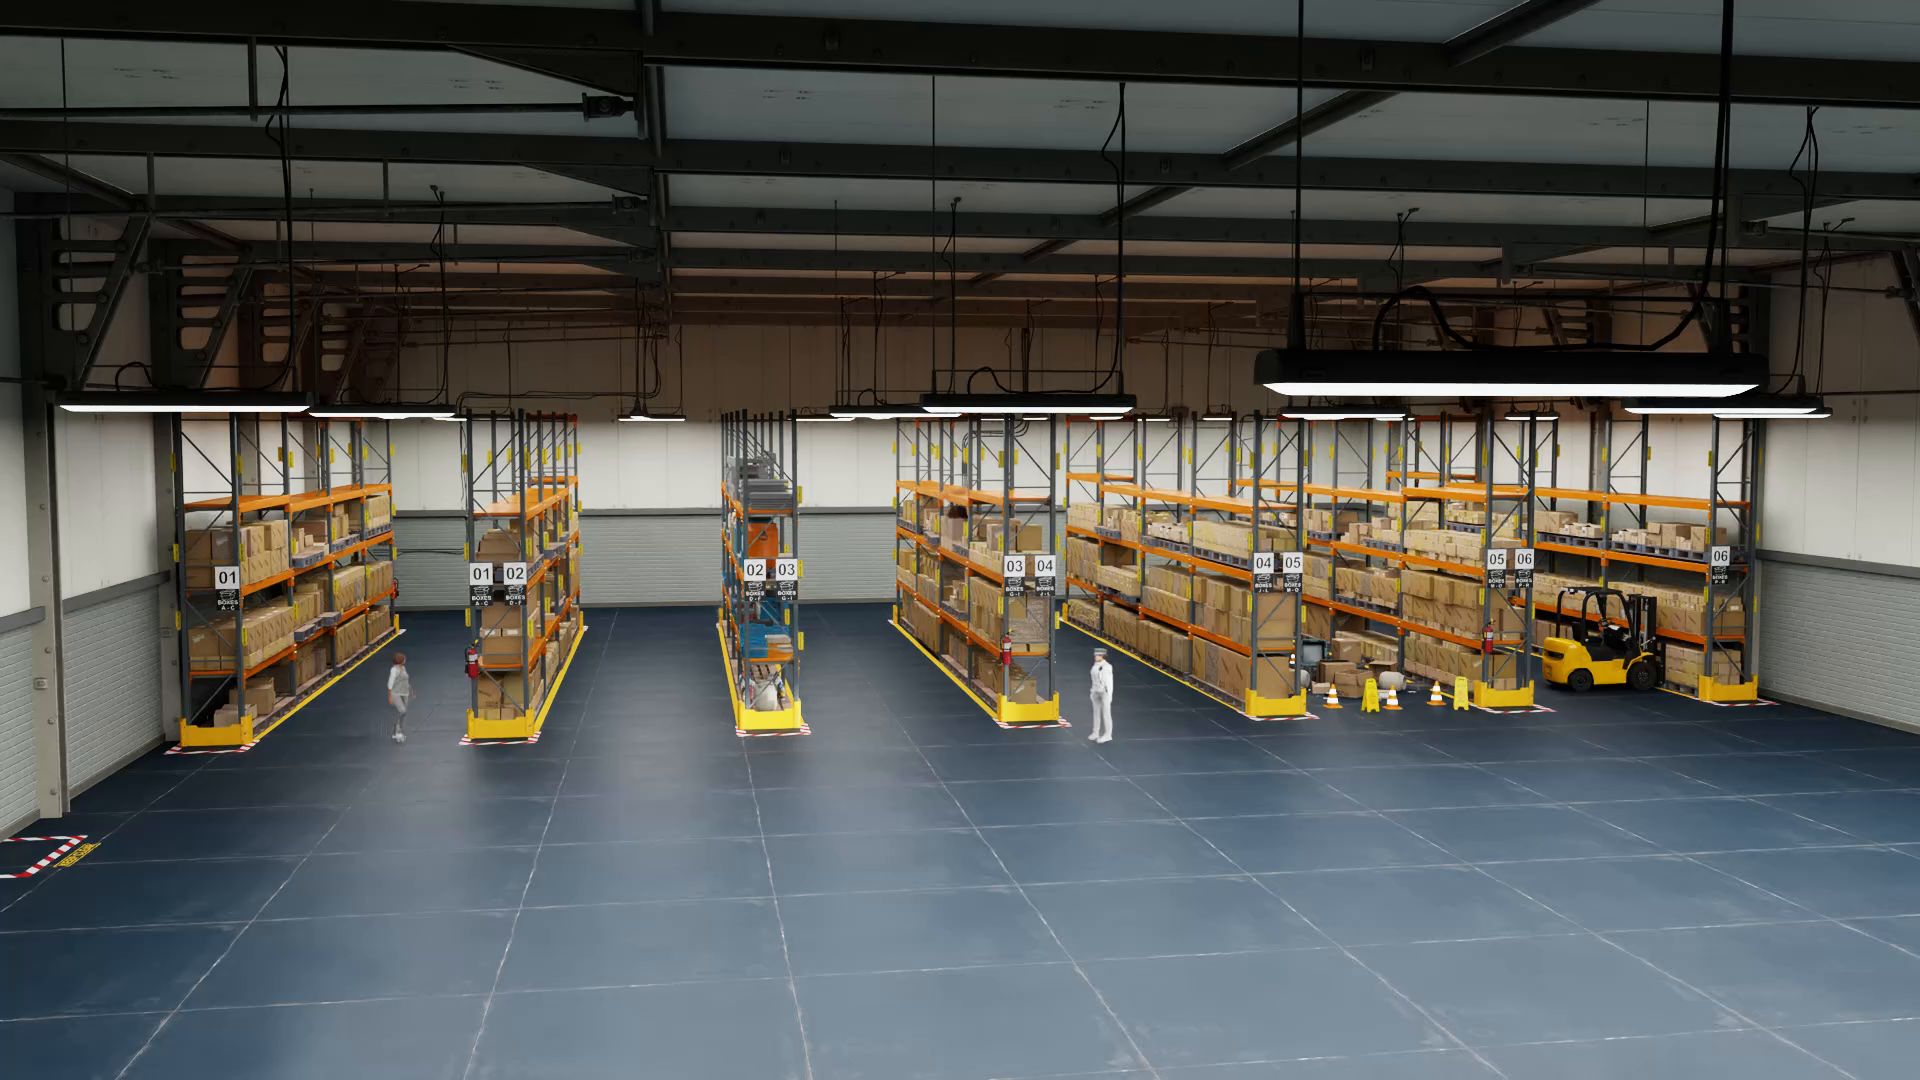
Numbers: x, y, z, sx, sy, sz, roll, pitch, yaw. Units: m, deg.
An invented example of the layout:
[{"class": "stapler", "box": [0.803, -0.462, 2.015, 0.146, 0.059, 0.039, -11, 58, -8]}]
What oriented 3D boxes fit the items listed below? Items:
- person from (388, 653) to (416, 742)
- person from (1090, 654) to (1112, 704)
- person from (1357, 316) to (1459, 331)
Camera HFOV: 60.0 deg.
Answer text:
[{"class": "person", "box": [-10.132, 2.827, 30.043, 0.407, 1.606, 0.525, 3, 5, 33]}, {"class": "person", "box": [2.543, 2.449, 30.080, 0.345, 0.983, 0.508, -3, 5, -38]}, {"class": "person", "box": [11.801, -2.344, 50.733, 5.699, 8.939, 8.914, -1, 4, -19]}]
